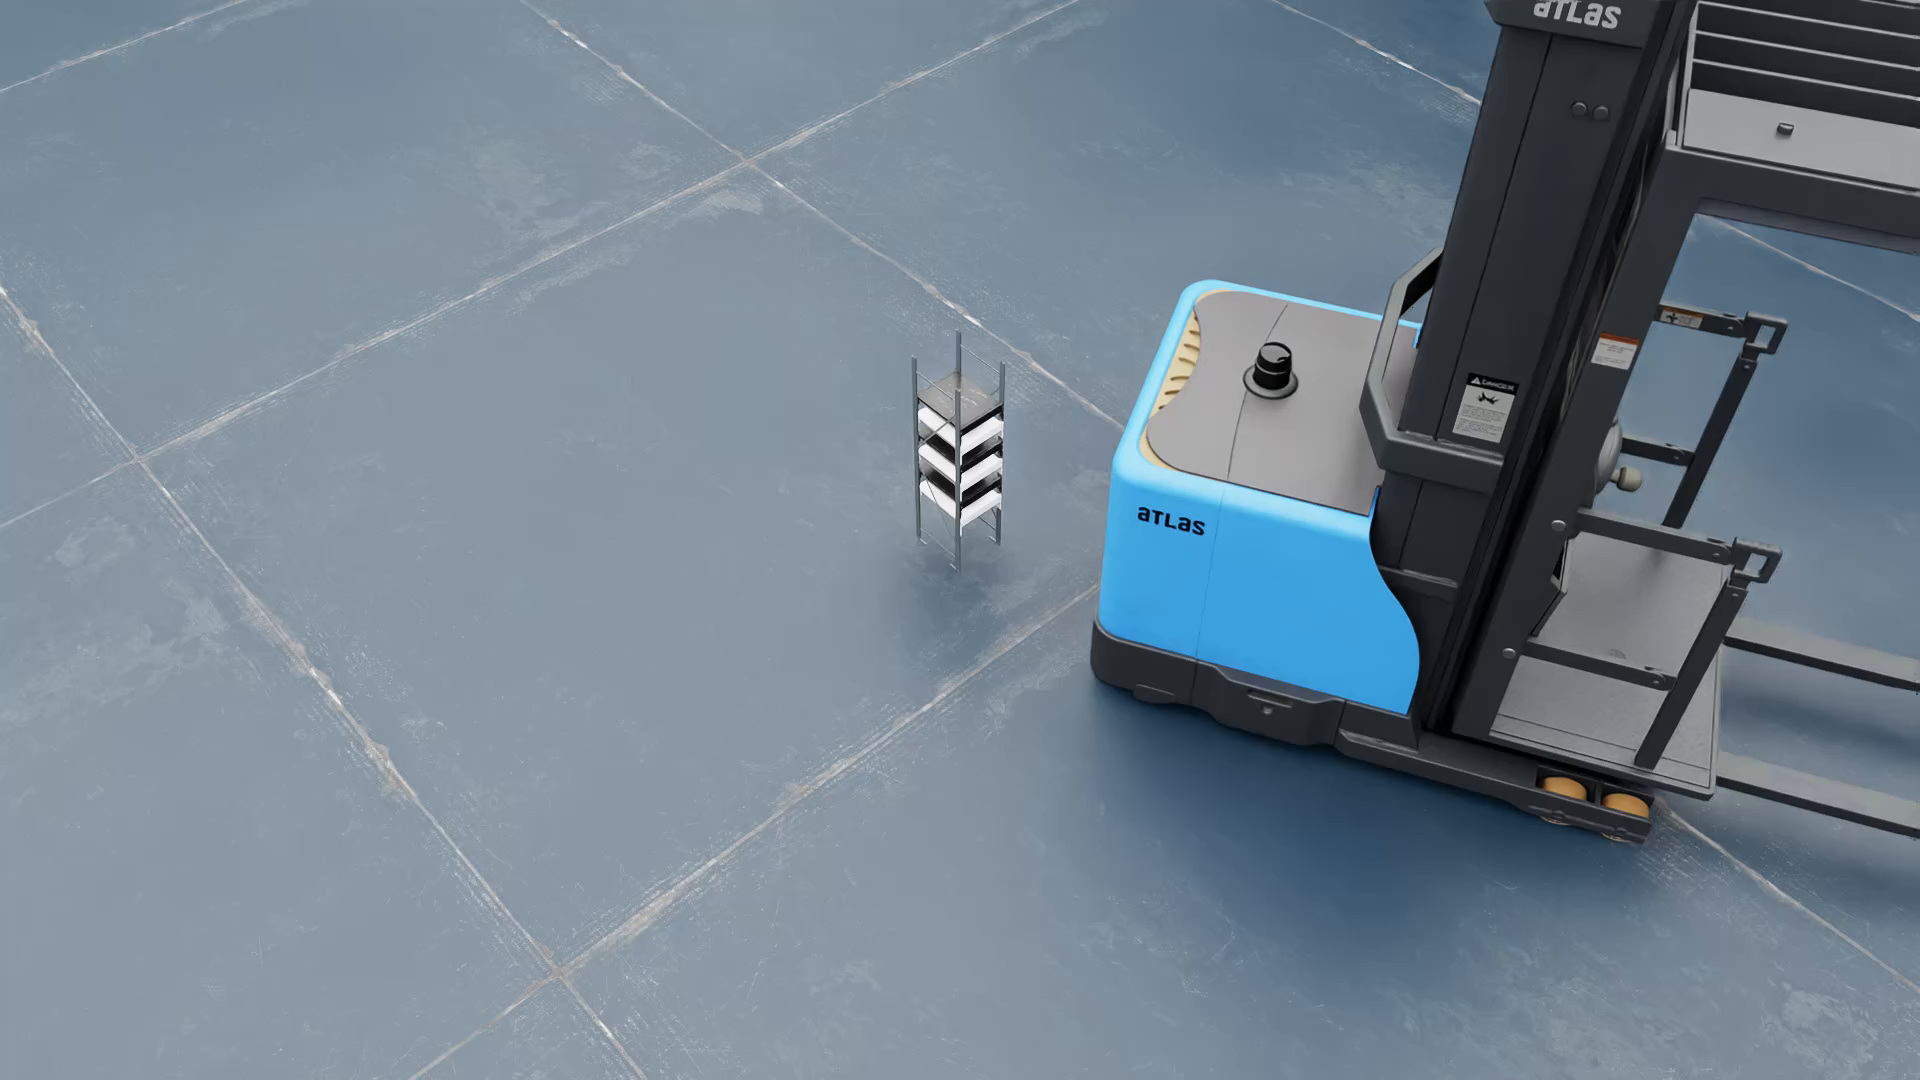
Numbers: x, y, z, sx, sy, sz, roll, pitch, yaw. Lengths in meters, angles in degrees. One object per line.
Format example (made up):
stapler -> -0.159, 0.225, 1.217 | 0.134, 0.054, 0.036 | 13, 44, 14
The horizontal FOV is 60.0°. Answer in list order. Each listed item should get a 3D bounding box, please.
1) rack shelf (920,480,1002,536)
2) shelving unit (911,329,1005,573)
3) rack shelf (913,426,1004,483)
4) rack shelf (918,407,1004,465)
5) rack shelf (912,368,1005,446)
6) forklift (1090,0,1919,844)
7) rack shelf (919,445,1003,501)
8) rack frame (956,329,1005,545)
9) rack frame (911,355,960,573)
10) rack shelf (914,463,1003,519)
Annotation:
rack shelf -> -0.006, -0.156, 6.072 | 0.200, 0.077, 0.258 | -34, 56, -27
shelving unit -> -0.006, -0.301, 5.916 | 0.210, 0.900, 0.258 | -34, 56, -27
rack shelf -> -0.006, -0.340, 5.874 | 0.200, 0.077, 0.258 | -34, 56, -27
rack shelf -> -0.006, -0.401, 5.808 | 0.200, 0.077, 0.258 | -34, 56, -27
rack shelf -> -0.006, -0.462, 5.742 | 0.200, 0.077, 0.258 | -34, 56, -27
forklift -> 2.024, -0.467, 4.686 | 3.031, 2.935, 1.130 | 15, 49, 13
rack shelf -> -0.006, -0.279, 5.940 | 0.200, 0.077, 0.258 | -34, 56, -27
rack frame -> 0.069, -0.351, 5.962 | 0.006, 0.900, 0.240 | -34, 56, -27
rack frame -> -0.081, -0.251, 5.869 | 0.006, 0.900, 0.240 | -34, 56, -27
rack shelf -> -0.006, -0.218, 6.006 | 0.200, 0.077, 0.258 | -34, 56, -27
